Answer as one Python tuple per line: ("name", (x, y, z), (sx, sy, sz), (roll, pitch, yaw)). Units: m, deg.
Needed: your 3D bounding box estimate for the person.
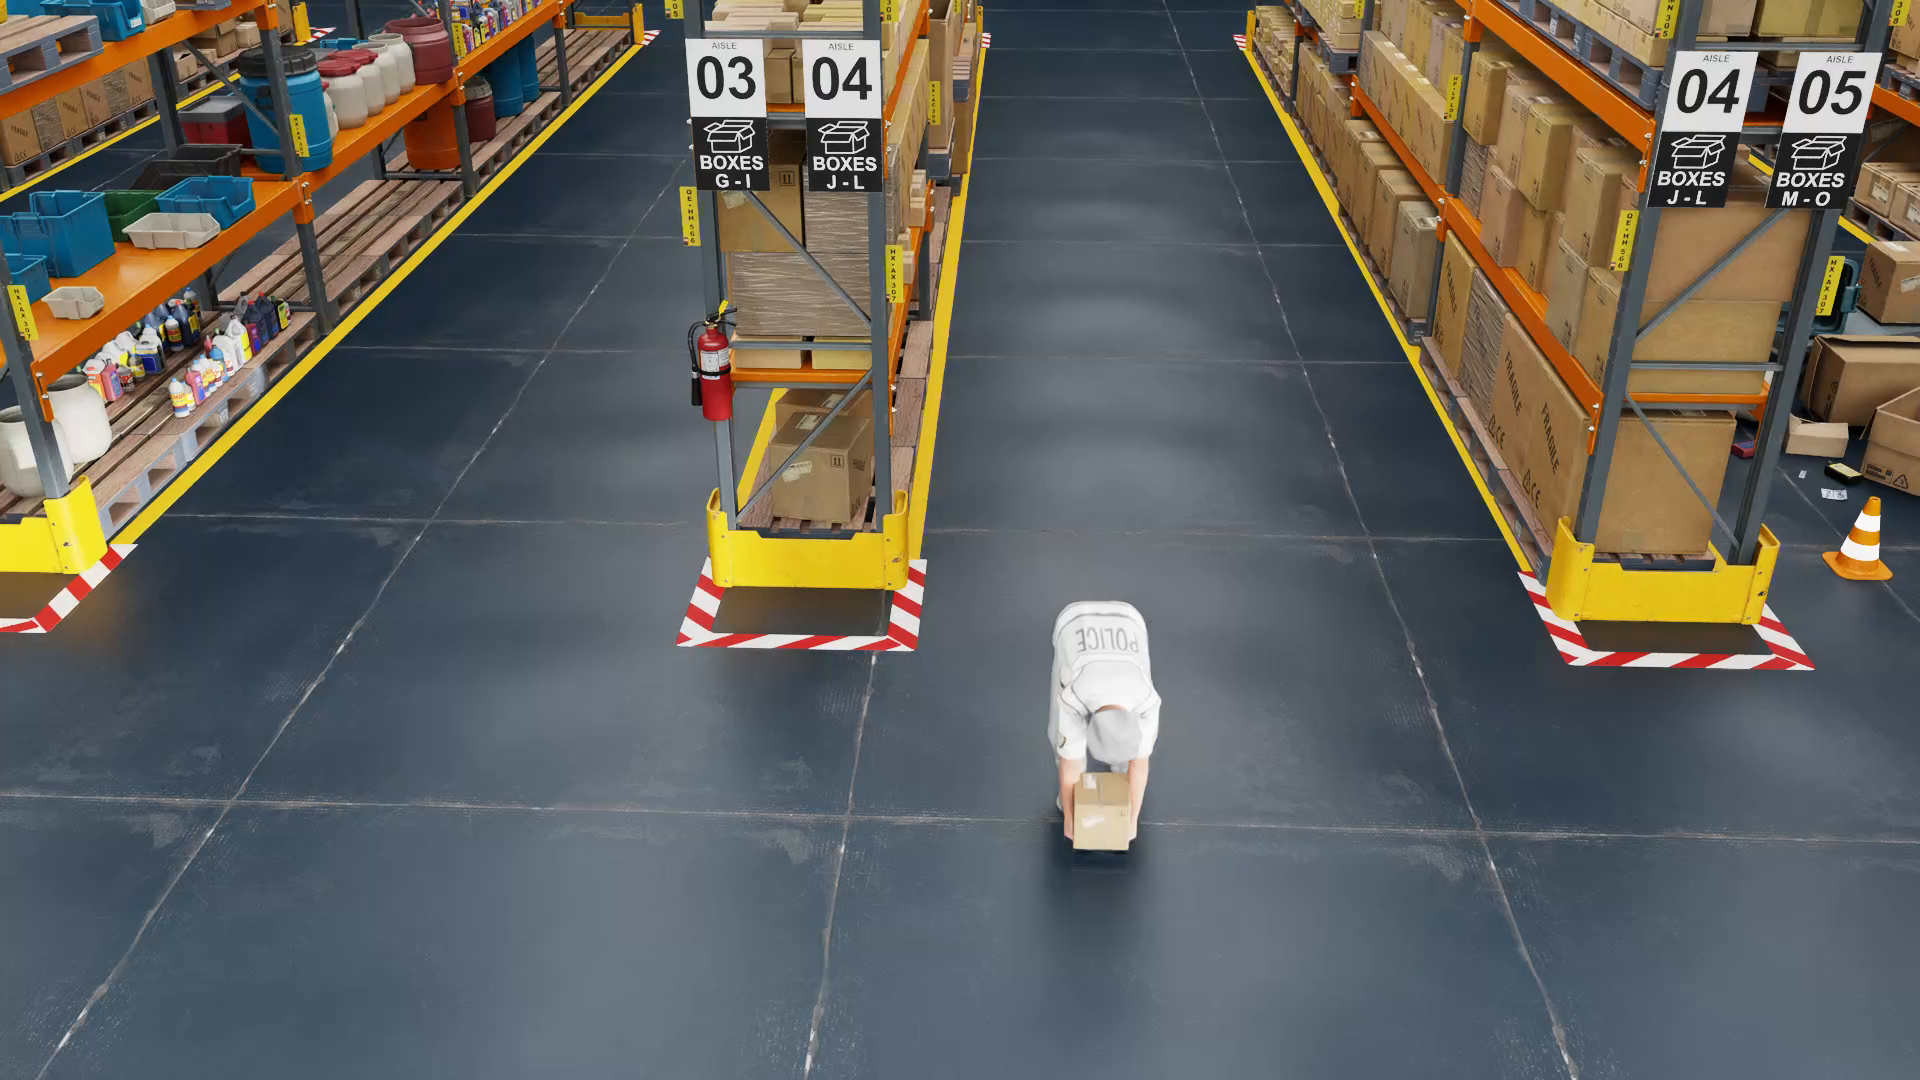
("person", (0.672, 0.879, 7.719), (0.519, 1.033, 1.033), (0, 28, -1))
